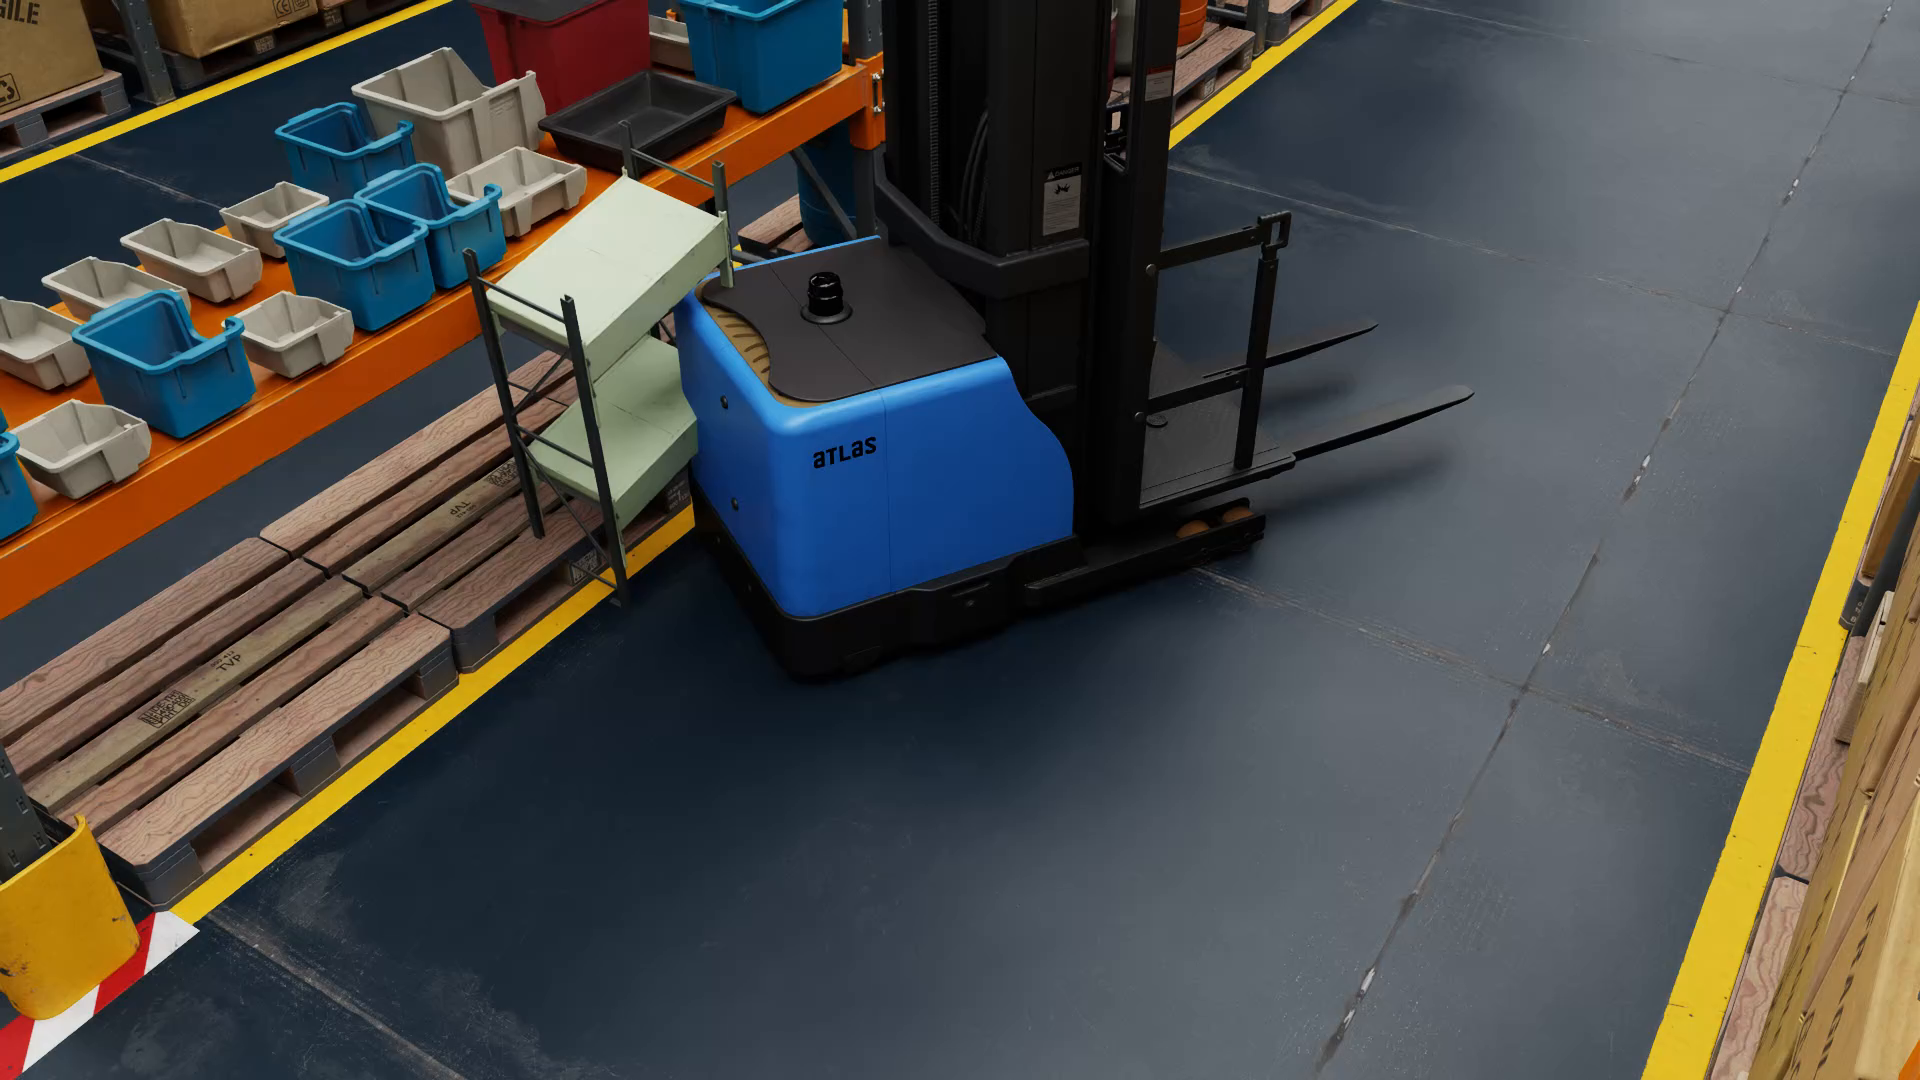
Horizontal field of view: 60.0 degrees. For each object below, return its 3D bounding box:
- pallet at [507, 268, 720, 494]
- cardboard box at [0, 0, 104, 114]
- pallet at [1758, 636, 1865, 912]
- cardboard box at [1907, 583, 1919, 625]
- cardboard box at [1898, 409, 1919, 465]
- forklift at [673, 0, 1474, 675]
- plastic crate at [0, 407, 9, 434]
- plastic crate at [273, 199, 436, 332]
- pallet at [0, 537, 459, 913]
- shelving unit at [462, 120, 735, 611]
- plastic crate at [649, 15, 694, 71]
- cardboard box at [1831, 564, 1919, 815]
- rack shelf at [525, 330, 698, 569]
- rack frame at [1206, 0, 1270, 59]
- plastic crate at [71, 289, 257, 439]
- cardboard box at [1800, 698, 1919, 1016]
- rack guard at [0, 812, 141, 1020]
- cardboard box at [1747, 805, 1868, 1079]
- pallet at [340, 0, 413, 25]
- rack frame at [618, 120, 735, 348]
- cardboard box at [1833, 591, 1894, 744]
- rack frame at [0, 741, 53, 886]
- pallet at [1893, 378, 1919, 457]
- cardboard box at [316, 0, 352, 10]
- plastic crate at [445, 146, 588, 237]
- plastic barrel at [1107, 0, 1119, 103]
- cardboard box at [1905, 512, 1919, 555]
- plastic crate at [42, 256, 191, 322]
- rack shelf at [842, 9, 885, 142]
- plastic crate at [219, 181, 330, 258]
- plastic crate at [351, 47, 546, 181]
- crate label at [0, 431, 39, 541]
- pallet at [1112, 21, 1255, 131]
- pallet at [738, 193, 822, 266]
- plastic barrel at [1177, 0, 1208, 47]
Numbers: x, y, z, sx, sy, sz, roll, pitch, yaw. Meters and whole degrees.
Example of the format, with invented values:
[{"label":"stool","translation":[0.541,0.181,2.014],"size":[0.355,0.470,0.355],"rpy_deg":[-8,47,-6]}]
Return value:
[{"label":"pallet","translation":[-1.115,-0.721,7.013],"size":[1.003,0.211,1.213],"rpy_deg":[21,42,25]},{"label":"cardboard box","translation":[-5.358,-2.848,8.884],"size":[0.875,0.875,0.875],"rpy_deg":[21,42,25]},{"label":"pallet","translation":[3.058,0.863,4.958],"size":[1.003,0.211,1.213],"rpy_deg":[21,42,25]},{"label":"cardboard box","translation":[2.108,-0.082,2.999],"size":[0.500,0.500,0.500],"rpy_deg":[23,43,26]},{"label":"cardboard box","translation":[3.721,-0.380,5.973],"size":[0.500,0.500,0.500],"rpy_deg":[21,42,25]},{"label":"forklift","translation":[0.560,-1.335,5.581],"size":[3.031,2.935,1.130],"rpy_deg":[-17,41,-21]},{"label":"plastic crate","translation":[-2.876,-0.427,4.269],"size":[0.616,0.435,0.499],"rpy_deg":[21,42,25]},{"label":"plastic crate","translation":[-1.782,-0.811,4.933],"size":[0.416,0.233,0.300],"rpy_deg":[21,42,25]},{"label":"pallet","translation":[-2.423,0.537,5.381],"size":[1.003,0.211,1.213],"rpy_deg":[21,42,25]},{"label":"shelving unit","translation":[-1.129,-0.540,5.620],"size":[0.431,1.500,0.755],"rpy_deg":[26,54,17]},{"label":"plastic crate","translation":[-1.124,-1.944,6.481],"size":[0.396,0.136,0.243],"rpy_deg":[21,42,25]},{"label":"cardboard box","translation":[2.110,0.324,3.292],"size":[0.500,0.500,0.500],"rpy_deg":[21,42,25]},{"label":"rack shelf","translation":[-1.142,-0.335,5.873],"size":[0.431,0.370,0.720],"rpy_deg":[26,54,17]},{"label":"rack frame","translation":[1.389,-4.280,9.345],"size":[1.000,3.000,0.127],"rpy_deg":[21,42,25]},{"label":"plastic crate","translation":[-2.134,-0.472,4.493],"size":[0.416,0.233,0.300],"rpy_deg":[21,42,25]},{"label":"cardboard box","translation":[1.559,0.451,2.307],"size":[0.500,0.500,0.500],"rpy_deg":[22,43,26]},{"label":"rack guard","translation":[-2.899,0.851,4.736],"size":[1.175,0.500,0.348],"rpy_deg":[21,42,25]},{"label":"cardboard box","translation":[1.568,0.839,2.623],"size":[0.500,0.500,0.500],"rpy_deg":[22,43,25]},{"label":"pallet","translation":[-3.934,-3.787,10.990],"size":[1.003,0.211,1.213],"rpy_deg":[21,42,25]},{"label":"rack frame","translation":[-0.941,-0.779,5.824],"size":[0.400,1.500,0.023],"rpy_deg":[26,54,17]},{"label":"cardboard box","translation":[3.019,0.441,5.063],"size":[0.500,0.311,0.500],"rpy_deg":[21,42,25]},{"label":"rack frame","translation":[-2.897,-0.155,3.995],"size":[1.000,3.000,0.127],"rpy_deg":[21,42,25]},{"label":"pallet","translation":[4.483,-0.554,6.796],"size":[1.003,0.211,1.213],"rpy_deg":[21,42,25]},{"label":"cardboard box","translation":[-4.132,-3.960,10.326],"size":[1.225,0.875,0.875],"rpy_deg":[20,42,24]},{"label":"plastic crate","translation":[-1.433,-1.141,5.440],"size":[0.293,0.136,0.466],"rpy_deg":[21,42,25]},{"label":"plastic barrel","translation":[0.536,-2.651,8.863],"size":[0.600,0.588,0.708],"rpy_deg":[21,42,25]},{"label":"cardboard box","translation":[2.651,-0.196,3.966],"size":[0.500,0.500,0.500],"rpy_deg":[22,43,26]},{"label":"plastic crate","translation":[-2.446,-0.699,4.867],"size":[0.396,0.136,0.243],"rpy_deg":[21,42,25]},{"label":"rack shelf","translation":[0.317,-2.964,8.227],"size":[1.077,0.370,4.000],"rpy_deg":[21,42,25]},{"label":"plastic crate","translation":[-2.174,-1.009,5.269],"size":[0.298,0.136,0.250],"rpy_deg":[21,42,25]},{"label":"plastic crate","translation":[-1.728,-1.467,5.745],"size":[0.437,0.282,0.530],"rpy_deg":[21,42,25]},{"label":"crate label","translation":[-2.487,-0.132,4.053],"size":[0.416,0.233,0.303],"rpy_deg":[21,42,25]},{"label":"pallet","translation":[1.002,-2.755,9.651],"size":[1.003,0.211,1.213],"rpy_deg":[21,42,25]},{"label":"pallet","translation":[-0.306,-1.497,8.019],"size":[1.003,0.211,1.213],"rpy_deg":[21,42,25]},{"label":"plastic barrel","translation":[1.141,-3.329,9.545],"size":[0.600,0.830,0.708],"rpy_deg":[21,42,25]}]
